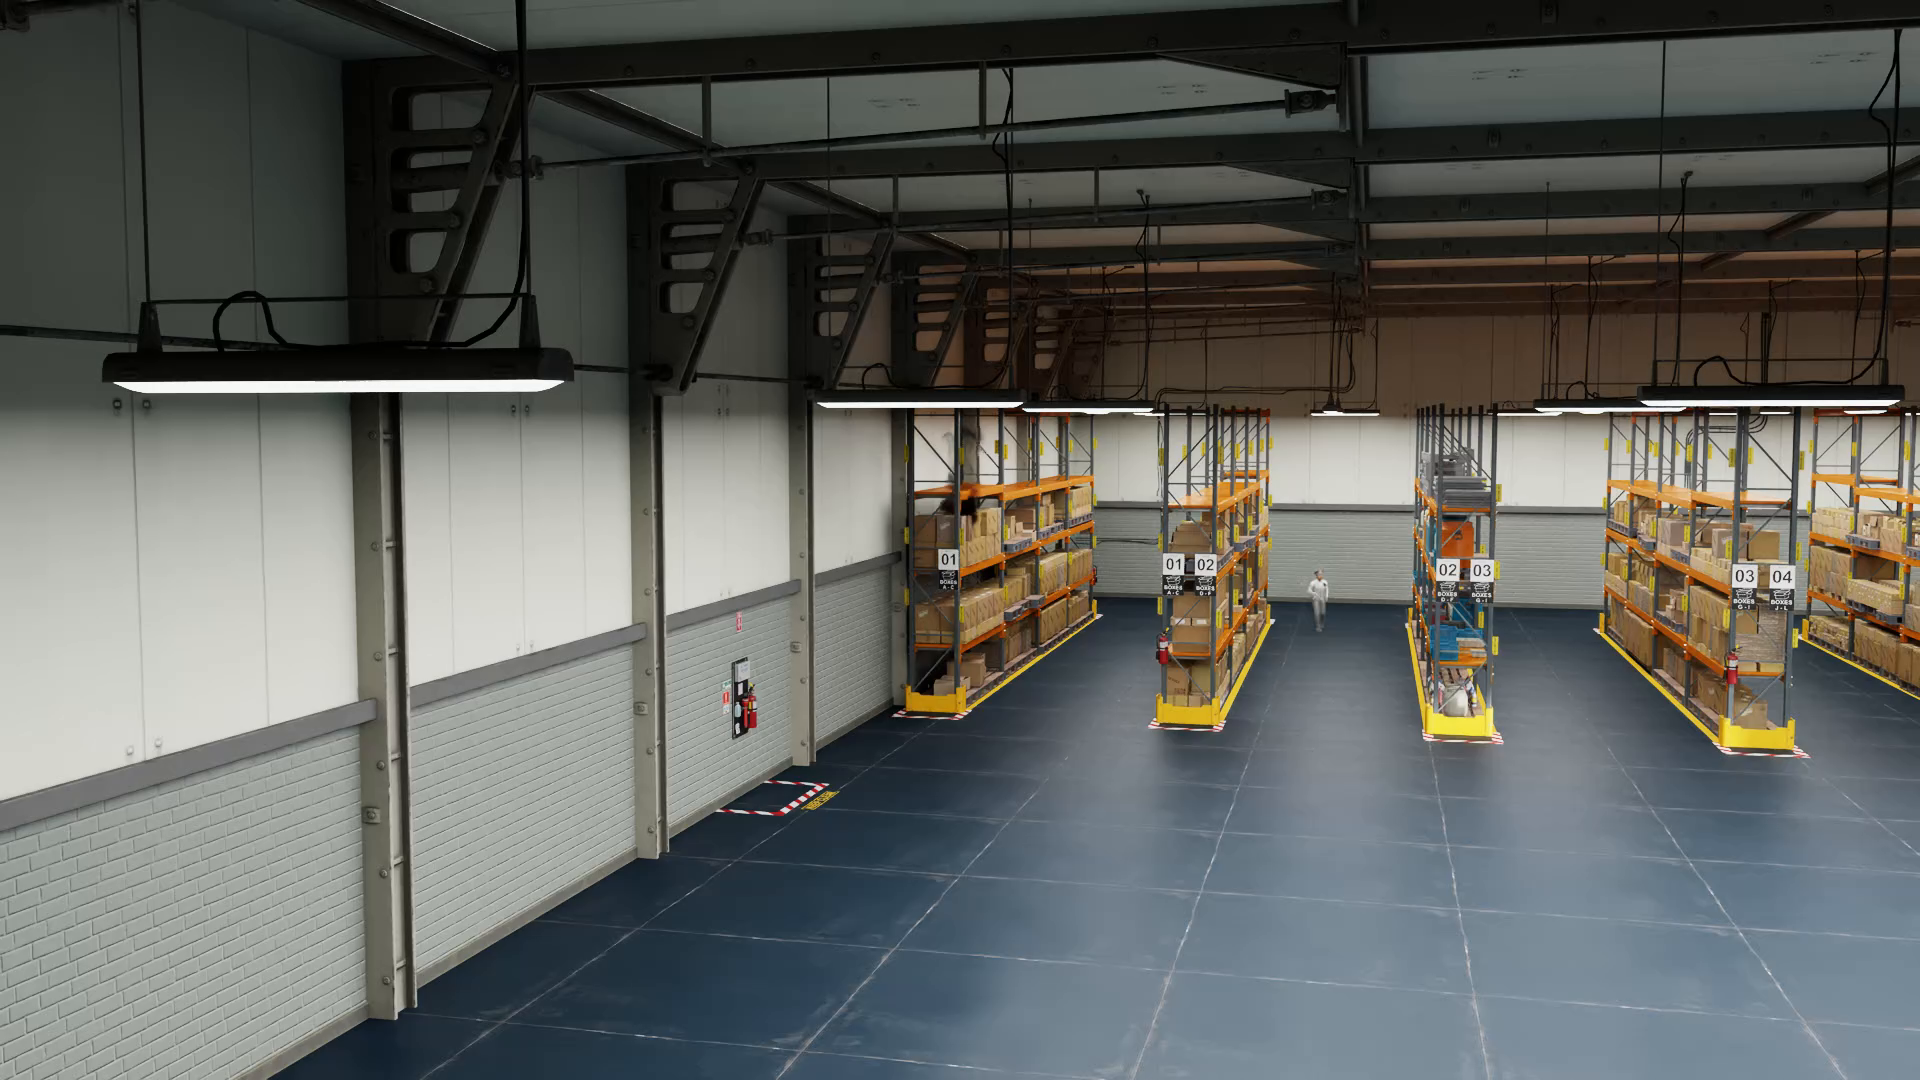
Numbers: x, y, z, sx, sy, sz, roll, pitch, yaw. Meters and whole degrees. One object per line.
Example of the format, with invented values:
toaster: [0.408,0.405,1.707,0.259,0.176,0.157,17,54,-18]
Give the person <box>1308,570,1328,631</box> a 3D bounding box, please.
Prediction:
person: [9.677,1.630,44.797,0.593,1.665,0.546,0,4,-2]
